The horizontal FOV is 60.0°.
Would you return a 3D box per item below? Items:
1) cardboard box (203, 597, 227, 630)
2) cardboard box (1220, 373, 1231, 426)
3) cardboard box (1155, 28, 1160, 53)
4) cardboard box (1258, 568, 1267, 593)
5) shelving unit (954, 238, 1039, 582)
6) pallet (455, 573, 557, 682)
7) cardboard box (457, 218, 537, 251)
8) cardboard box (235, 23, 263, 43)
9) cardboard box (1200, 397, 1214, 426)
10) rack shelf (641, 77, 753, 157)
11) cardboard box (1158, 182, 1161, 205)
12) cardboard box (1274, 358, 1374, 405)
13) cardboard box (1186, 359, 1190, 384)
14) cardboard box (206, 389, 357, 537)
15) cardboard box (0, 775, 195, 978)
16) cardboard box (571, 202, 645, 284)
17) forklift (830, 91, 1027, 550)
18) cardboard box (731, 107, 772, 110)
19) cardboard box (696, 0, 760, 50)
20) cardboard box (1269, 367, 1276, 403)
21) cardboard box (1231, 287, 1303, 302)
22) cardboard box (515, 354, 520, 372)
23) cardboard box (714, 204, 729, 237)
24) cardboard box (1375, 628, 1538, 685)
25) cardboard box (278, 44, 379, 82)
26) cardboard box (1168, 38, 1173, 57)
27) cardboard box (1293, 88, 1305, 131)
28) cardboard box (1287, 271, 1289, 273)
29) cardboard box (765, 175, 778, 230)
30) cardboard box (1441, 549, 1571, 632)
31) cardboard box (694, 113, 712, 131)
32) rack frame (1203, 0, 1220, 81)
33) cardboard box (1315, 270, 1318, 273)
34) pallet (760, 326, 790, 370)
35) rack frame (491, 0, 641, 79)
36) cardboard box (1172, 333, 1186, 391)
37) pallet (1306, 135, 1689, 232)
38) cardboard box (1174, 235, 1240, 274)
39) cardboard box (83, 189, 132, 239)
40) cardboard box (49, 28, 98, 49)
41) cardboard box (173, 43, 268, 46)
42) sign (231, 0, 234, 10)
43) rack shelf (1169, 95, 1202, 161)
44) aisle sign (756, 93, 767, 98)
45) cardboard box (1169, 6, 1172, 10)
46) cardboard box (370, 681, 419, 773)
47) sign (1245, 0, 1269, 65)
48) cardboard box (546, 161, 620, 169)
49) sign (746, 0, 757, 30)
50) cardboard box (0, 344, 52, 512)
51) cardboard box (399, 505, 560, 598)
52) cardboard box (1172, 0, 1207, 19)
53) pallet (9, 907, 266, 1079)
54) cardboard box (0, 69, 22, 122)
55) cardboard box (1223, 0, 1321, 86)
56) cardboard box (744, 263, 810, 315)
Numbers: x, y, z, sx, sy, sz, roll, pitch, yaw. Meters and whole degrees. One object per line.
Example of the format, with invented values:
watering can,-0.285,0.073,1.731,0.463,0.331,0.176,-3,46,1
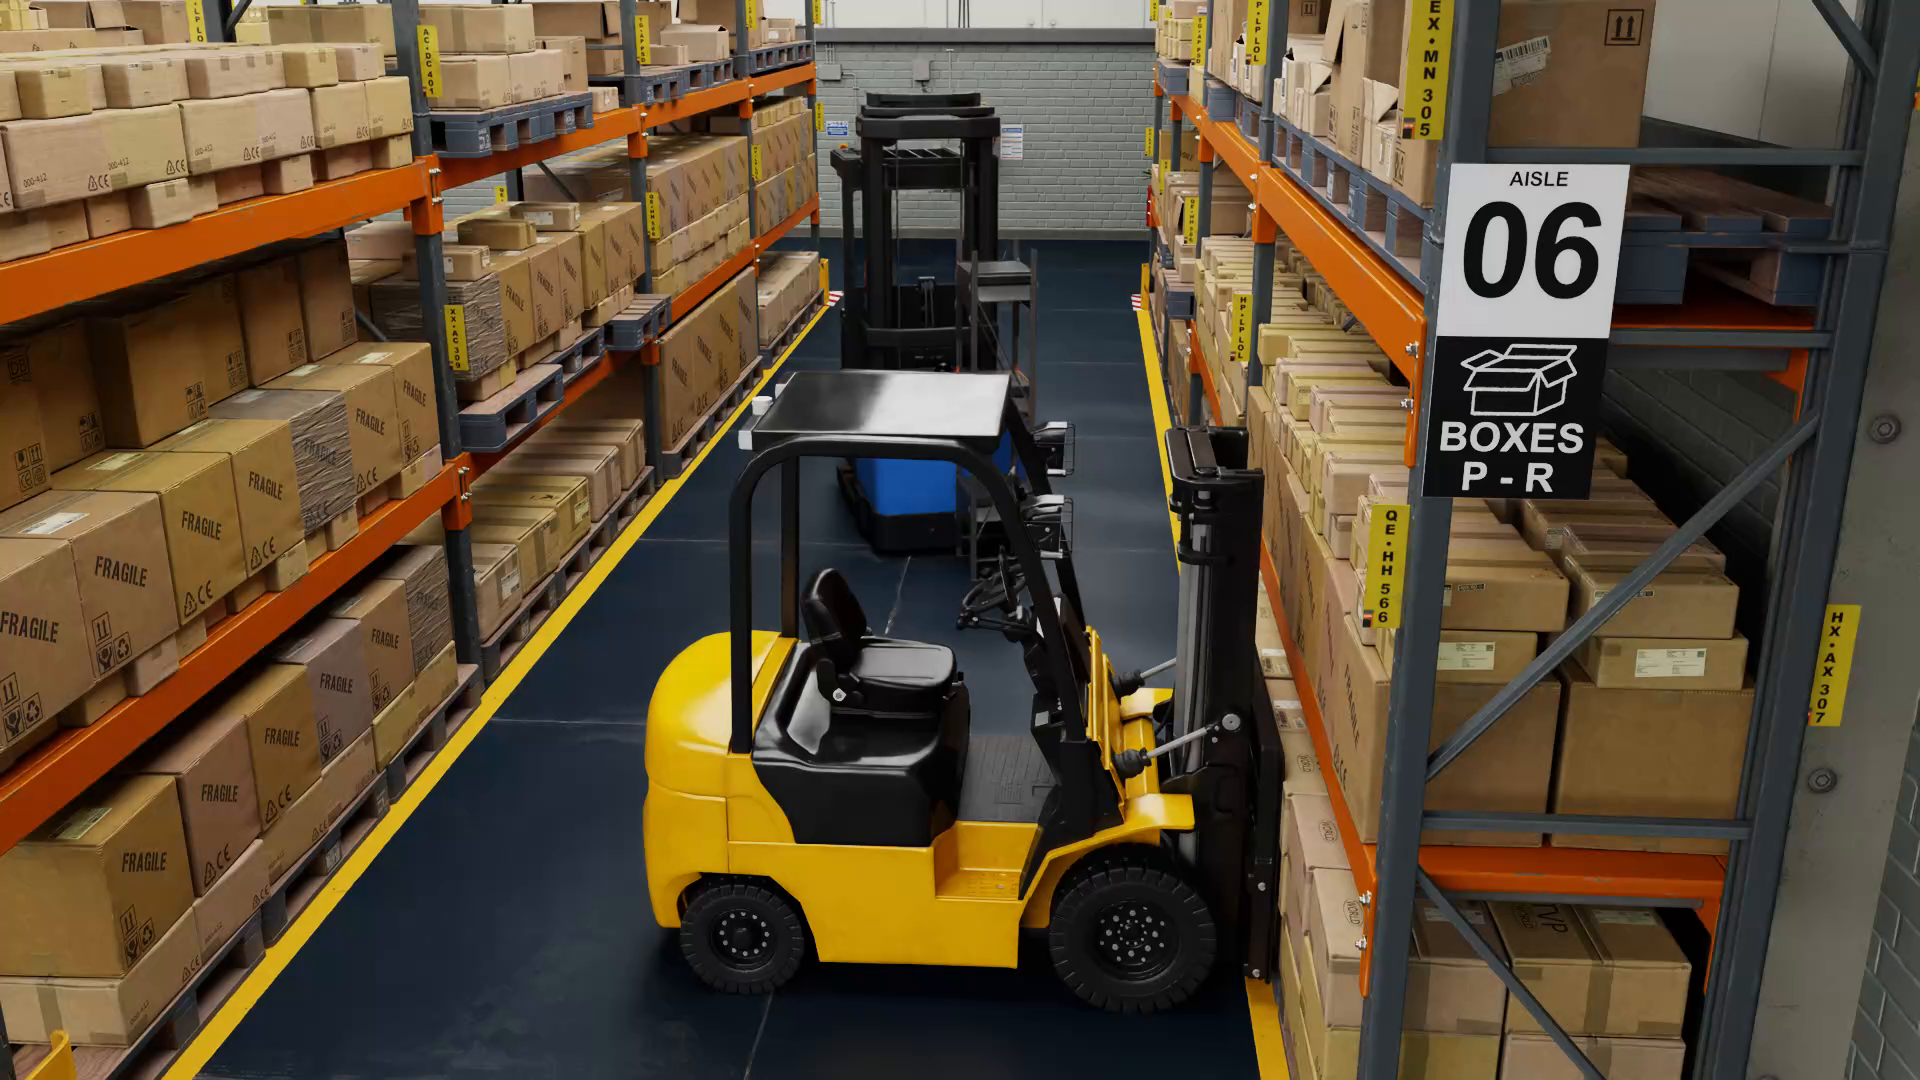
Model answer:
cardboard box,-3.000,0.254,6.233,0.380,0.149,0.250,2,18,6
cardboard box,1.701,-0.743,9.113,0.500,0.250,0.500,1,18,4
cardboard box,2.451,-5.586,18.599,0.500,0.250,0.500,1,18,3
cardboard box,1.548,0.280,7.887,0.500,0.250,0.500,1,18,3
shelving unit,0.221,-0.818,10.547,0.431,2.100,0.503,-3,18,-10
pallet,-3.001,0.478,9.624,1.003,0.211,1.213,1,18,4
cardboard box,-2.694,-1.779,9.682,0.380,0.149,0.250,2,18,7
cardboard box,-7.153,-4.904,16.194,0.500,0.250,0.500,2,18,6
cardboard box,2.124,-0.615,11.623,0.875,0.625,0.625,2,18,6
rack shelf,-2.625,-3.552,13.784,1.077,0.370,4.000,1,18,4
cardboard box,2.370,-3.684,17.612,0.500,0.250,0.500,1,18,2
cardboard box,1.518,-0.660,6.939,0.380,0.149,0.250,2,18,5
cardboard box,1.954,-1.302,12.878,0.380,0.149,0.250,0,18,1
cardboard box,-2.902,-0.329,6.971,0.500,0.500,0.500,2,18,5
cardboard box,-3.008,1.136,5.675,0.500,0.500,0.500,1,18,2
cardboard box,-2.524,-2.088,11.666,0.500,0.500,0.500,1,18,2
forklift,-0.324,-1.744,12.040,1.130,2.935,3.031,-3,18,-10
cardboard box,-2.159,-4.410,17.258,0.380,0.149,0.250,1,18,4
cardboard box,-2.230,-4.988,16.014,0.500,0.500,0.500,2,18,5
cardboard box,1.593,-0.677,7.471,0.380,0.149,0.250,2,18,5
cardboard box,1.761,-1.360,9.553,0.380,0.149,0.250,1,18,4
cardboard box,-2.730,-1.017,9.438,0.380,0.149,0.250,2,18,7
cardboard box,-2.331,-2.797,14.580,0.500,0.250,0.500,2,18,5
cardboard box,1.354,0.277,4.557,0.380,0.149,0.250,2,18,5
cardboard box,-2.803,-2.104,7.333,0.380,0.149,0.250,1,18,3
cardboard box,1.974,-4.212,14.211,0.380,0.149,0.250,2,18,5
cardboard box,1.505,-1.677,6.475,0.380,0.149,0.250,2,18,6
cardboard box,2.392,-1.599,10.925,0.500,0.250,0.500,1,18,4
cardboard box,-2.147,-3.433,16.923,0.500,0.500,0.500,1,18,4
cardboard box,1.424,0.134,4.517,0.380,0.149,0.250,1,18,4
cardboard box,-2.650,-4.103,16.318,0.380,0.149,0.250,2,18,5
rack frame,2.182,-4.588,10.974,1.000,3.000,0.127,1,18,4
cardboard box,2.395,-1.588,10.251,0.380,0.149,0.250,1,18,3
pallet,-2.350,-1.999,17.184,1.003,0.211,1.213,1,18,4
rack frame,-2.769,-4.698,11.309,1.000,3.000,0.127,1,18,4
cardboard box,2.141,-1.526,14.602,0.500,0.500,0.500,1,18,2
pallet,1.770,-1.235,5.700,1.003,0.211,1.213,1,18,4
cardboard box,1.935,-2.201,12.888,0.500,0.250,0.500,0,18,1
cardboard box,-3.004,-1.089,5.517,0.380,0.149,0.250,1,18,2
cardboard box,-7.348,-3.882,13.474,0.500,0.500,0.500,1,18,4
cardboard box,-3.404,-2.199,7.623,0.380,0.149,0.250,1,18,3
sign,-6.873,-5.016,15.633,0.100,0.325,0.005,1,18,4
rack shelf,2.326,-3.442,13.449,1.077,0.370,4.000,1,18,4
aisle sign,-2.479,-5.596,19.509,0.394,0.787,0.004,1,18,4
cardboard box,2.337,-5.190,16.588,0.500,0.250,0.500,2,18,5
cardboard box,-2.858,0.857,7.730,0.500,0.250,0.500,1,18,2
sign,1.354,-2.325,7.548,0.100,0.325,0.005,1,18,4
cardboard box,-2.964,-2.696,13.067,0.500,0.500,0.500,2,18,5
sign,-1.940,-4.901,15.410,0.100,0.325,0.005,1,18,4
cardboard box,-3.480,-0.347,5.421,0.700,0.500,0.500,1,18,4
cardboard box,-2.972,0.058,9.974,0.950,0.372,0.625,2,18,7
cardboard box,2.099,-4.785,14.818,0.396,0.266,0.258,1,18,3
pallet,-3.243,1.687,5.934,1.003,0.211,1.213,1,18,4
cardboard box,-3.032,-1.308,4.904,0.380,0.149,0.250,1,18,4
cardboard box,1.814,-2.922,9.710,0.500,0.500,0.500,2,18,5
cardboard box,-2.200,-2.822,18.659,0.875,0.438,0.875,2,18,5
